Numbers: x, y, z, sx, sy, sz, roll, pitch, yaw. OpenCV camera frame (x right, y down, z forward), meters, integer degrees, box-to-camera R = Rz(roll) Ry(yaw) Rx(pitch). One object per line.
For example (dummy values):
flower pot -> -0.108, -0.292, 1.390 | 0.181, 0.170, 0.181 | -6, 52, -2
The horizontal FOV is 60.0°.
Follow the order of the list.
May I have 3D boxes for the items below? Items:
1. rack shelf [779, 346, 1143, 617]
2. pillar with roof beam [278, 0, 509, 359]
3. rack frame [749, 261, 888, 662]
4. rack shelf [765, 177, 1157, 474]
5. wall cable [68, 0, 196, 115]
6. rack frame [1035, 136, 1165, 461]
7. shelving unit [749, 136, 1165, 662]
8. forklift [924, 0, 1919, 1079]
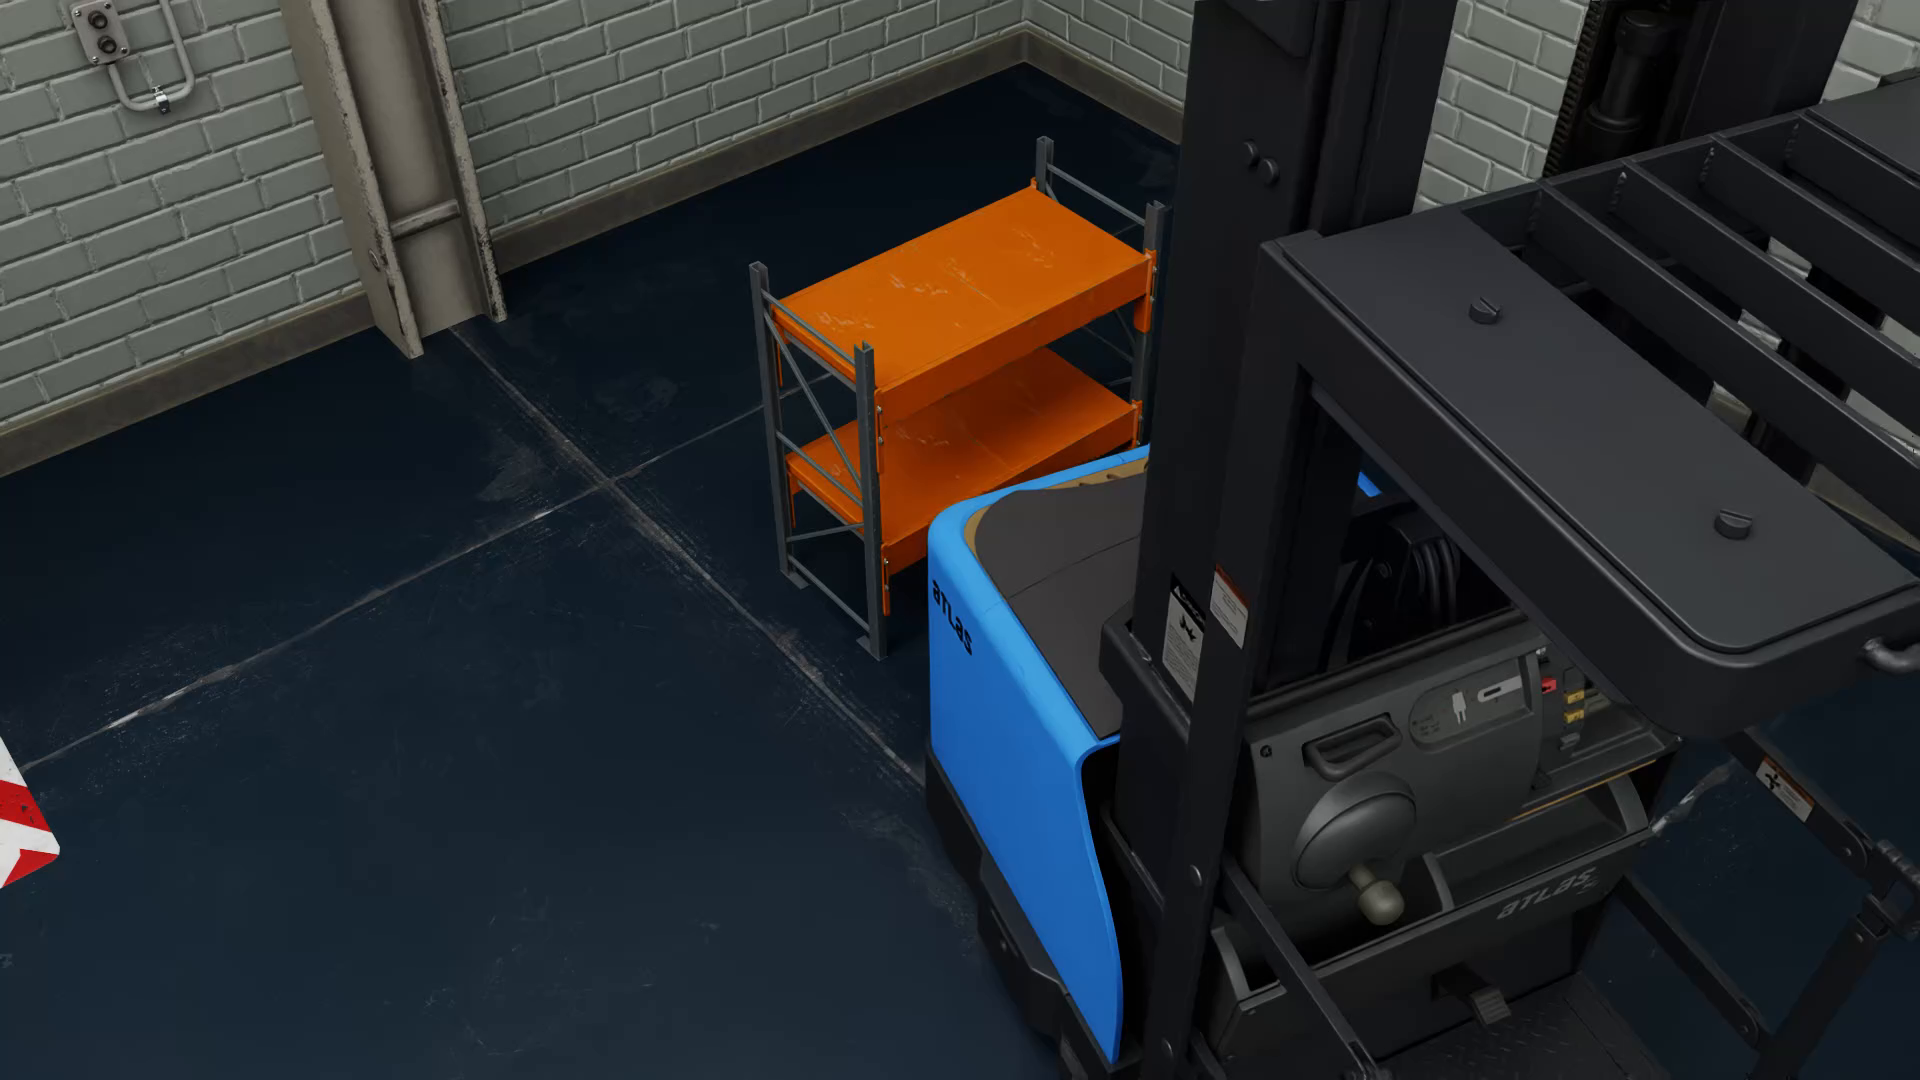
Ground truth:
rack shelf -> 0.005, -0.235, 5.035 | 1.000, 0.278, 0.538 | -30, 51, -28
pillar with roof beam -> 0.853, -1.832, 0.628 | 0.400, 9.000, 9.100 | -30, 51, -28
rack frame -> -0.385, -0.190, 4.630 | 0.032, 1.125, 0.500 | -30, 51, -28
rack shelf -> 0.005, -0.626, 4.668 | 1.000, 0.278, 0.538 | -30, 51, -28
wall cable -> -3.050, -1.696, 4.122 | 1.851, 1.984, 0.084 | -30, 51, -28
rack frame -> 0.395, -0.636, 5.106 | 0.032, 1.125, 0.500 | -30, 51, -28
shelving unit -> 0.005, -0.413, 4.868 | 1.048, 1.125, 0.538 | -30, 51, -28
forklift -> 0.979, 0.430, 2.652 | 1.130, 2.935, 3.031 | -17, 46, -18
